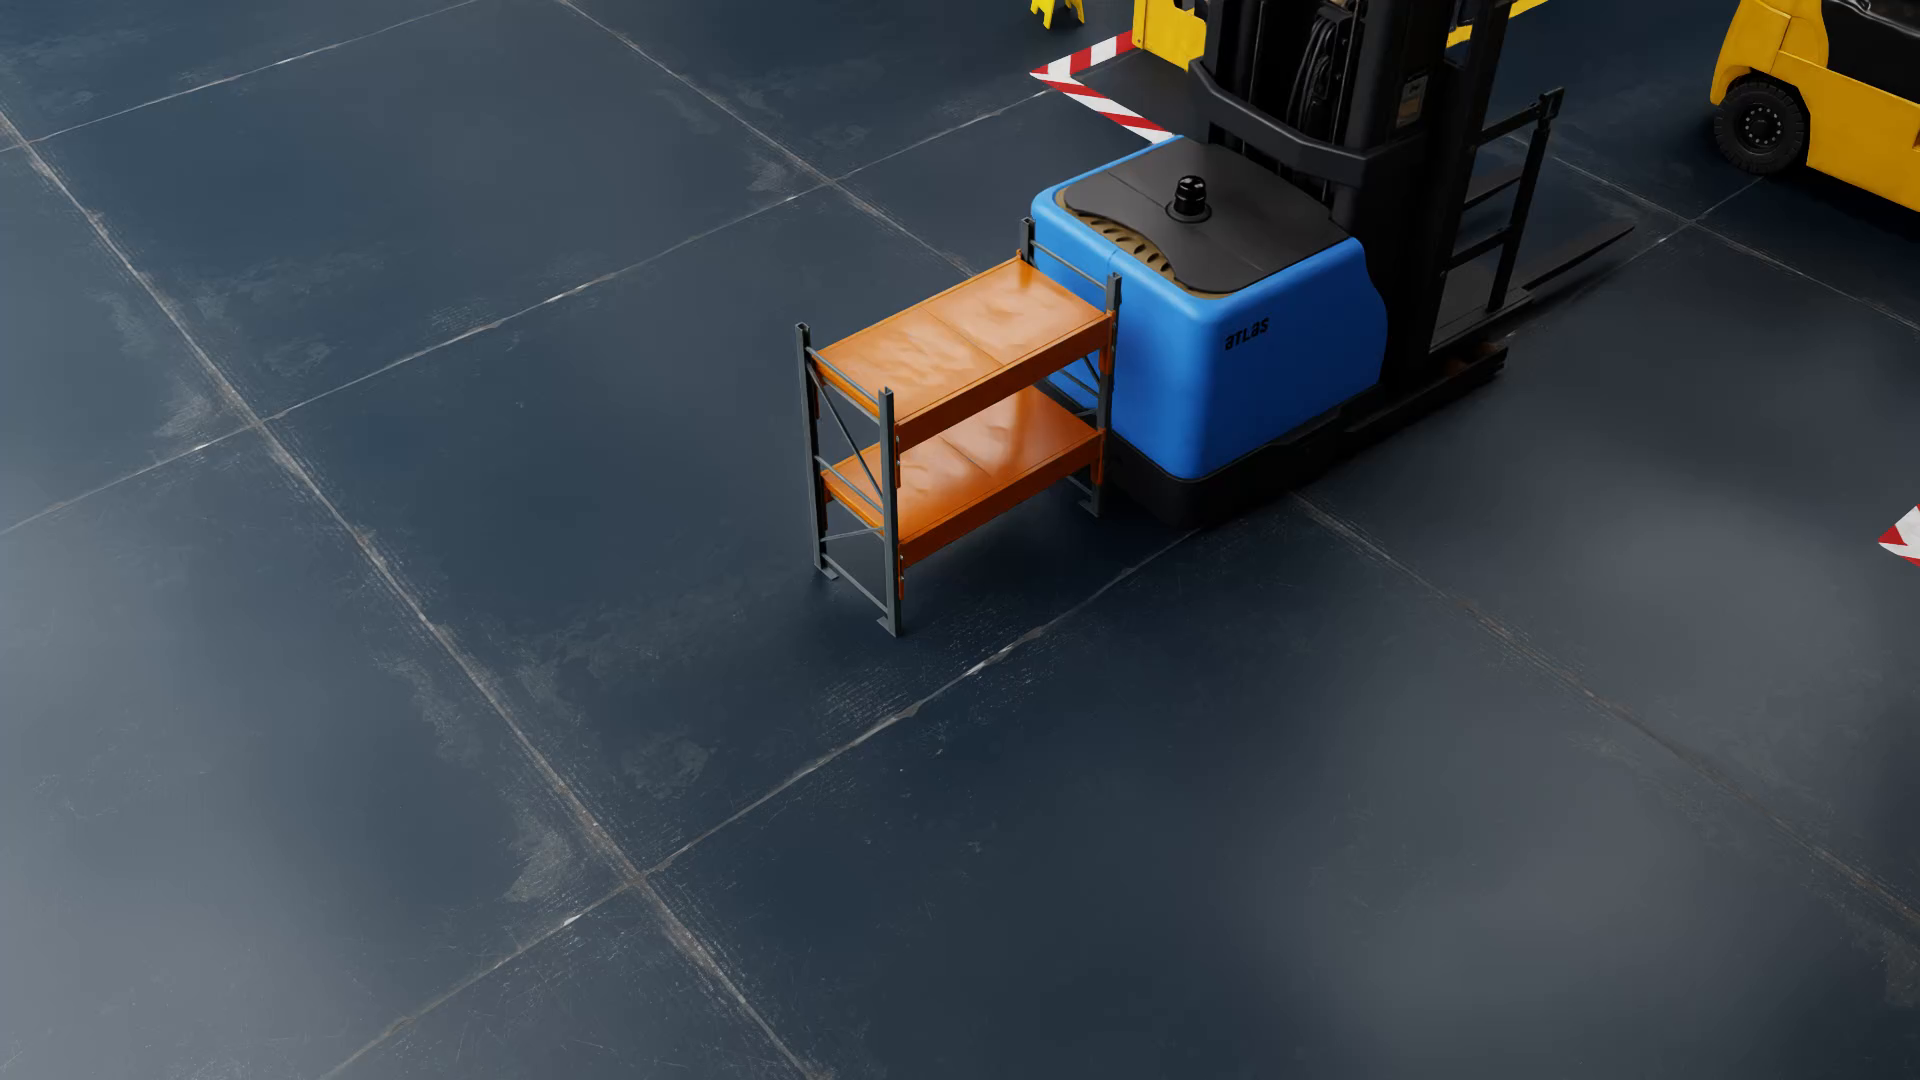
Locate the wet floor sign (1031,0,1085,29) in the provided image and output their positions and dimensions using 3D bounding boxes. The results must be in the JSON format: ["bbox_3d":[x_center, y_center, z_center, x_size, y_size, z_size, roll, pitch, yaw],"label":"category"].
[{"bbox_3d":[0.572,-3.301,9.518,0.232,0.644,0.267,-14,45,-14],"label":"wet floor sign"}]

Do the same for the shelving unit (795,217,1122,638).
[{"bbox_3d":[0.005,-0.413,6.093,1.048,1.125,0.538,-30,51,-28],"label":"shelving unit"}]

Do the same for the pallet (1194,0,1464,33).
[{"bbox_3d":[2.108,-3.036,9.553,1.213,0.211,1.003,-30,51,-28],"label":"pallet"}]

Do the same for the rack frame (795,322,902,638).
[{"bbox_3d":[-0.385,-0.190,5.855,0.032,1.125,0.500,-30,51,-28],"label":"rack frame"}]

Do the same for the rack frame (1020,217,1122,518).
[{"bbox_3d":[0.395,-0.636,6.331,0.032,1.125,0.500,-30,51,-28],"label":"rack frame"}]

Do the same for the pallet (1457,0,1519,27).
[{"bbox_3d":[3.043,-3.569,10.121,1.213,0.211,1.003,-30,51,-28],"label":"pallet"}]

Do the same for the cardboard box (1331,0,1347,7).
[{"bbox_3d":[2.200,-3.041,9.223,0.500,0.250,0.500,-30,51,-28],"label":"cardboard box"}]

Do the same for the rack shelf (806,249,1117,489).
[{"bbox_3d":[0.005,-0.626,5.892,1.000,0.278,0.538,-30,51,-28],"label":"rack shelf"}]

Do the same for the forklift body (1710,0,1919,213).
[{"bbox_3d":[4.875,-2.557,7.627,1.214,2.155,2.313,-30,51,-28],"label":"forklift body"}]

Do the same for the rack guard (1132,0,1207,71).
[{"bbox_3d":[1.462,-2.803,9.094,0.348,0.500,1.175,-30,51,-28],"label":"rack guard"}]

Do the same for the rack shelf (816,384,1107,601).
[{"bbox_3d":[0.005,-0.235,6.260,1.000,0.278,0.538,-30,51,-28],"label":"rack shelf"}]

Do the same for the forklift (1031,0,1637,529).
[{"bbox_3d":[1.738,-1.941,6.401,3.031,2.935,1.130,-27,50,-26],"label":"forklift"}]
